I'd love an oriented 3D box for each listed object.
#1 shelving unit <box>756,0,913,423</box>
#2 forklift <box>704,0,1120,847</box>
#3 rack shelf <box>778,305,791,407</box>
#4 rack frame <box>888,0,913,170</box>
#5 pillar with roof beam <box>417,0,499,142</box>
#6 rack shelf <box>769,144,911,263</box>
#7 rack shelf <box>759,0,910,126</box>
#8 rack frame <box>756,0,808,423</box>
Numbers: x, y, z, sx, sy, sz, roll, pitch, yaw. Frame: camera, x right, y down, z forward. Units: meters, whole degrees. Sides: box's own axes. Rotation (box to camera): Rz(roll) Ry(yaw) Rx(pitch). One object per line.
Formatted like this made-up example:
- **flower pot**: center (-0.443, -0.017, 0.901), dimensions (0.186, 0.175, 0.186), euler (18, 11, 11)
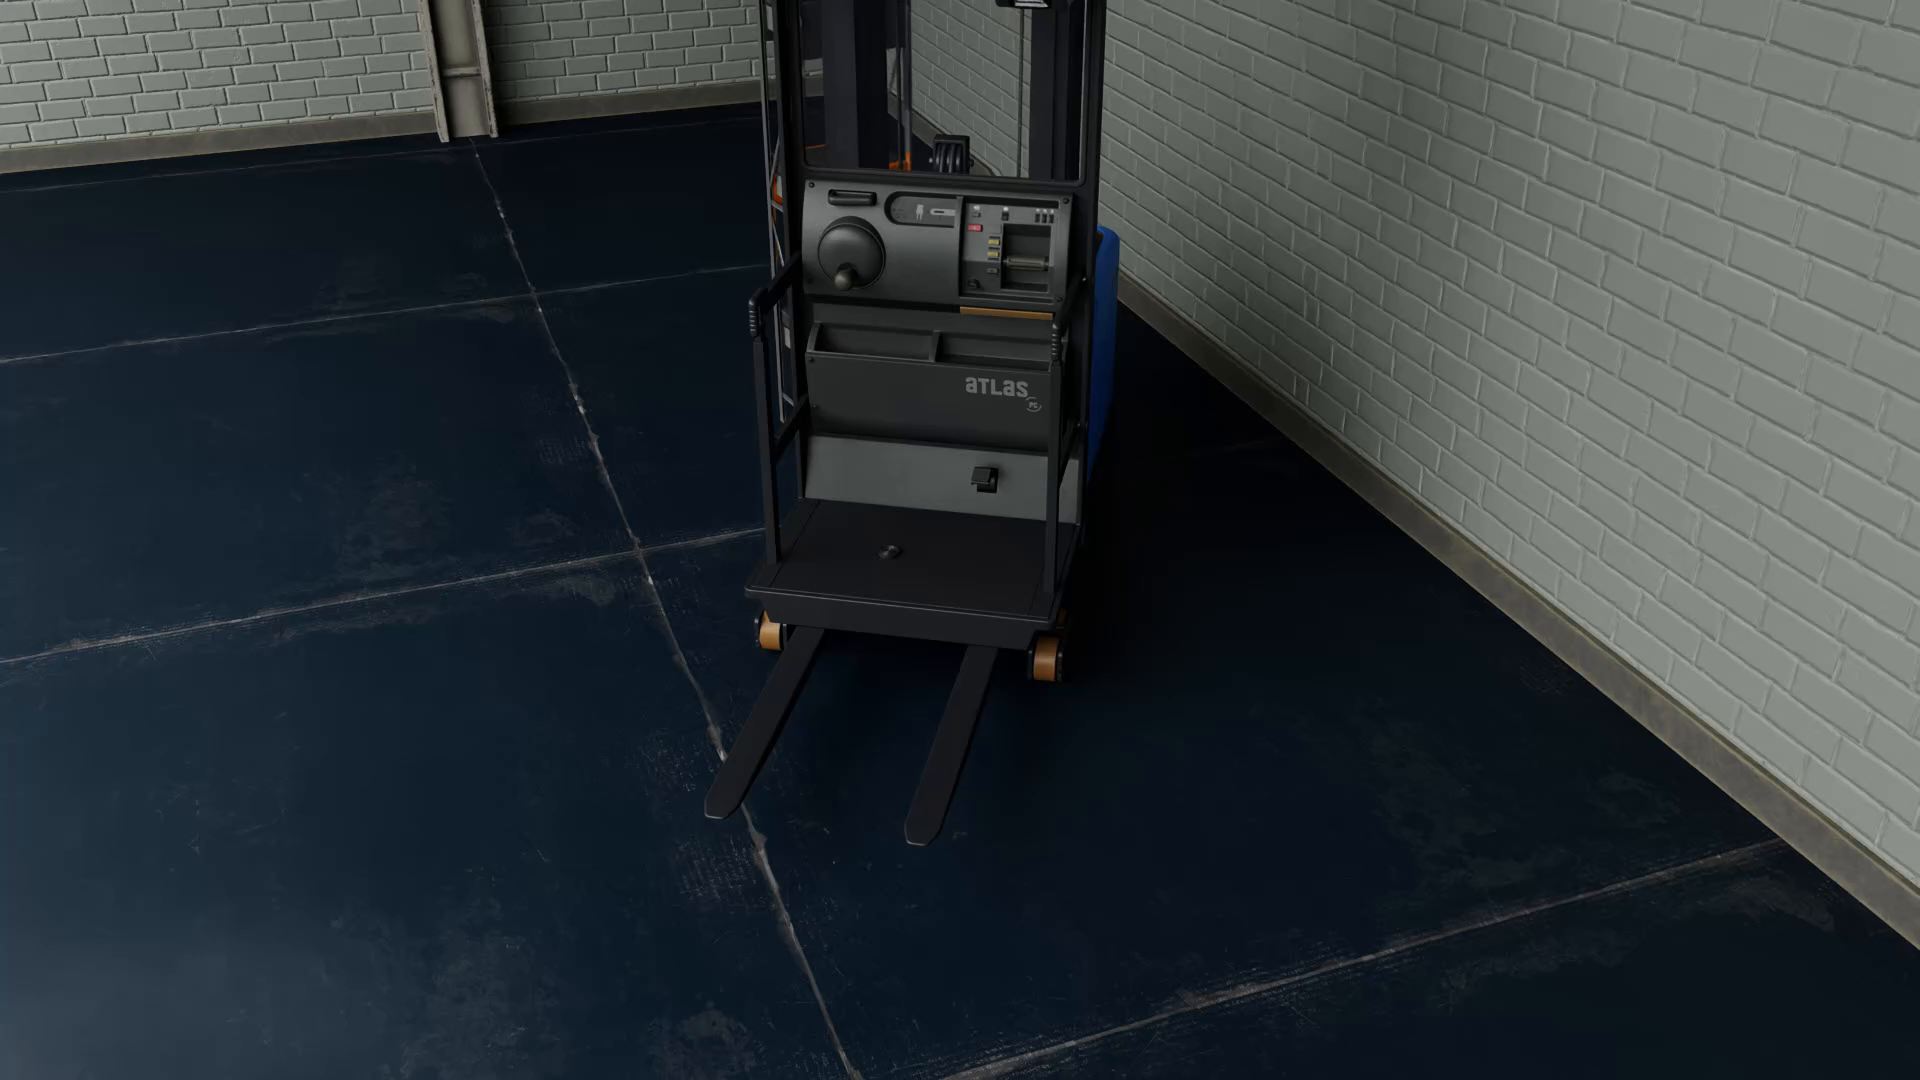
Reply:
- **shelving unit**: center (-0.516, -1.442, 7.160), dimensions (0.503, 2.100, 0.431), euler (-16, 33, -26)
- **forklift**: center (-0.123, -0.971, 5.494), dimensions (1.130, 2.935, 3.031), euler (6, 30, 10)
- **rack shelf**: center (-0.516, -0.822, 7.513), dimensions (0.480, 0.518, 0.431), euler (-16, 33, -26)
- **rack frame**: center (-0.306, -1.503, 7.267), dimensions (0.015, 2.100, 0.400), euler (-16, 33, -26)
- **pillar with roof beam**: center (-1.995, -4.800, 6.085), dimensions (0.400, 9.000, 9.100), euler (-10, 31, -18)
- **rack shelf**: center (-0.516, -1.430, 7.167), dimensions (0.480, 0.518, 0.431), euler (-16, 33, -26)
- **rack shelf**: center (-0.516, -2.038, 6.820), dimensions (0.480, 0.518, 0.431), euler (-16, 33, -26)
- **rack frame**: center (-0.727, -1.381, 7.053), dimensions (0.015, 2.100, 0.400), euler (-16, 33, -26)
